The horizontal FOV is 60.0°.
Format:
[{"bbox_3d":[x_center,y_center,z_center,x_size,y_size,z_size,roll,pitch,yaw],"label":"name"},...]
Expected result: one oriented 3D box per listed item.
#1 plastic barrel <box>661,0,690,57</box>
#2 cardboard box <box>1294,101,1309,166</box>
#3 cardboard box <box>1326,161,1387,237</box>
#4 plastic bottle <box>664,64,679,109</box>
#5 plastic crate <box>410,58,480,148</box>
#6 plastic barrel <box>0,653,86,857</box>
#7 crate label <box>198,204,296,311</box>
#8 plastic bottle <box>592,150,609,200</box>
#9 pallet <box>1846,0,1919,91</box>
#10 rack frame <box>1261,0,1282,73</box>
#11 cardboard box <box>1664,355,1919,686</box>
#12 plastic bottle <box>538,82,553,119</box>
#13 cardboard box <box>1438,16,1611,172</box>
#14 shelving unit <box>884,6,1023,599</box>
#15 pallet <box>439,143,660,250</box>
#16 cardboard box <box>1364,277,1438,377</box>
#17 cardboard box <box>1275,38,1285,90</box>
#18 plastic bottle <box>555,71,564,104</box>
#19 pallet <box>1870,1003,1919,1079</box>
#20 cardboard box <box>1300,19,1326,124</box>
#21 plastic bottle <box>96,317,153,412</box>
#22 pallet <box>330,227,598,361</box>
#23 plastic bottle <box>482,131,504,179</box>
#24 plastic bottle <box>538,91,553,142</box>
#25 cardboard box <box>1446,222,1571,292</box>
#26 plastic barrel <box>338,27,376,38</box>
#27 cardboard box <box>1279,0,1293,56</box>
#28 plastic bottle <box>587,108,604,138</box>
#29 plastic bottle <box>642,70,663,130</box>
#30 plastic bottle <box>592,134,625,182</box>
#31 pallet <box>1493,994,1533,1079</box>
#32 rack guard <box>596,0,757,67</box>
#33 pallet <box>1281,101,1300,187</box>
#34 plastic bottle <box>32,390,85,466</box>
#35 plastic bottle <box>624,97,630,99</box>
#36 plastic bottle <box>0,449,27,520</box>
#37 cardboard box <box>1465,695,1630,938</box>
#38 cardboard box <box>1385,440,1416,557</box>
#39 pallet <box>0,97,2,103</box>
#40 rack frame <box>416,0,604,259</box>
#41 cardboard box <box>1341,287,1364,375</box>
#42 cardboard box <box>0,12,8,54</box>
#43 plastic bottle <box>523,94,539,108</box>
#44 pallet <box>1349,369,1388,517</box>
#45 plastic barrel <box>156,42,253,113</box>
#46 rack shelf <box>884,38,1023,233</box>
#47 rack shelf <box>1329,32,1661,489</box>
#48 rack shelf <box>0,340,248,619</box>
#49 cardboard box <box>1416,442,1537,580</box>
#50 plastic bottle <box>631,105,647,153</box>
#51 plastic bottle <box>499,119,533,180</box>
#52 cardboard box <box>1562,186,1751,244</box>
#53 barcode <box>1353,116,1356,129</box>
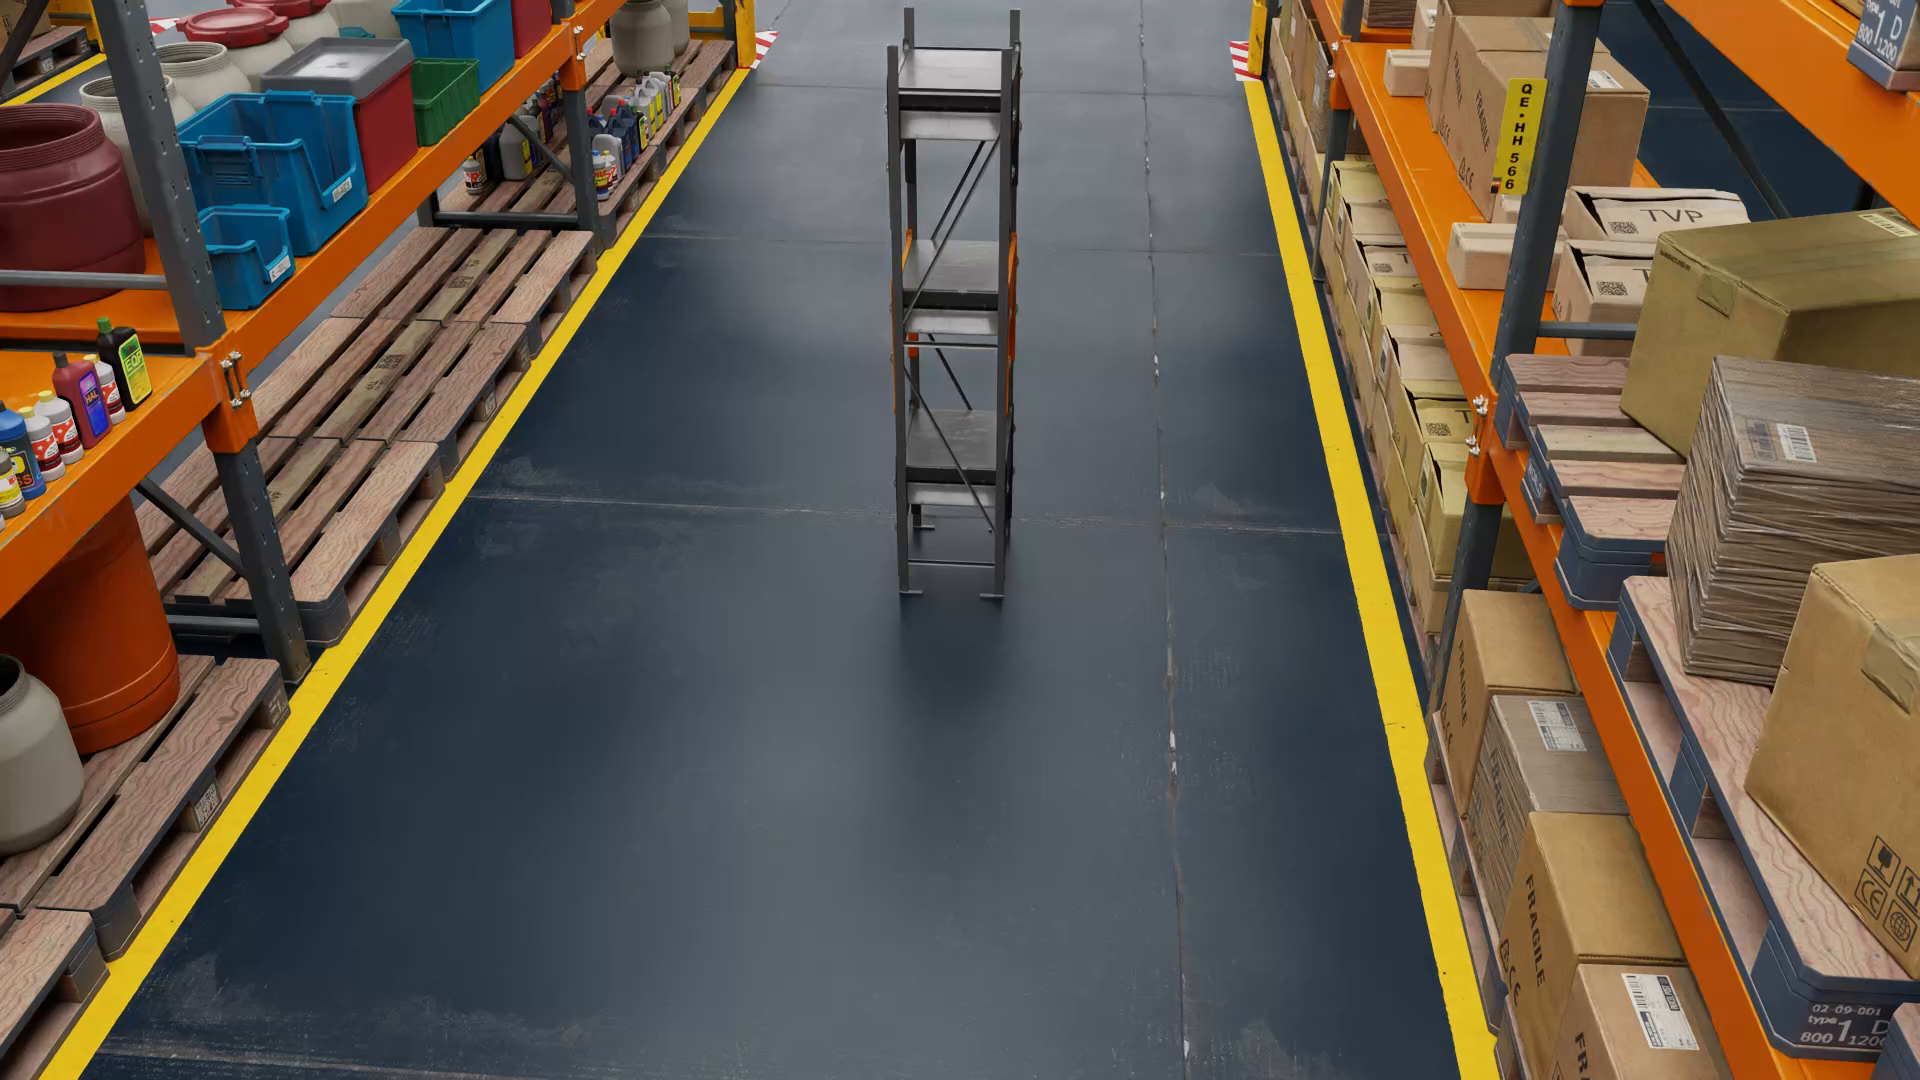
[{"bbox_3d":[-2.169,-3.765,11.971,0.421,0.512,0.421,0,32,0],"label":"plastic barrel"},{"bbox_3d":[2.316,-2.471,10.120,0.500,0.250,0.500,2,32,4],"label":"cardboard box"},{"bbox_3d":[2.138,-1.729,8.383,0.500,0.311,0.500,3,32,4],"label":"cardboard box"},{"bbox_3d":[-1.895,-2.983,10.900,0.061,0.283,0.133,3,32,5],"label":"plastic bottle"},{"bbox_3d":[-2.377,-1.888,7.157,0.450,0.188,0.662,2,32,4],"label":"plastic crate"},{"bbox_3d":[-2.822,0.627,4.845,0.421,0.512,0.421,0,32,0],"label":"plastic barrel"},{"bbox_3d":[-2.435,-0.942,5.580,0.303,0.233,0.416,2,32,4],"label":"crate label"},{"bbox_3d":[-2.054,-2.075,9.439,0.097,0.271,0.097,0,32,0],"label":"plastic bottle"},{"bbox_3d":[1.973,-0.582,2.155,1.213,0.211,1.003,2,32,4],"label":"pallet"},{"bbox_3d":[2.745,-4.779,11.646,1.000,3.000,0.127,2,32,4],"label":"rack frame"},{"bbox_3d":[1.890,-0.013,3.416,0.700,0.500,0.500,8,33,13],"label":"cardboard box"},{"bbox_3d":[-2.685,-2.852,10.700,0.097,0.271,0.097,0,32,0],"label":"plastic bottle"},{"bbox_3d":[2.257,-1.792,6.703,0.500,0.500,0.500,3,32,4],"label":"cardboard box"},{"bbox_3d":[-0.013,-0.807,6.059,0.431,2.100,0.503,2,32,4],"label":"shelving unit"},{"bbox_3d":[-2.421,-2.063,9.897,1.003,0.211,1.213,2,32,4],"label":"pallet"},{"bbox_3d":[2.014,-0.925,7.078,0.500,0.311,0.500,3,32,5],"label":"cardboard box"},{"bbox_3d":[2.443,-3.255,11.393,0.500,0.250,0.500,2,32,4],"label":"cardboard box"},{"bbox_3d":[-2.658,-3.000,11.006,0.097,0.201,0.097,0,32,0],"label":"plastic bottle"},{"bbox_3d":[1.942,1.164,2.185,1.003,0.211,1.213,2,32,4],"label":"pallet"},{"bbox_3d":[2.329,-2.789,9.923,0.500,0.500,0.500,2,32,4],"label":"cardboard box"},{"bbox_3d":[-2.450,-0.530,4.862,0.061,0.283,0.133,2,32,4],"label":"plastic bottle"},{"bbox_3d":[-2.542,-1.302,8.661,1.003,0.211,1.213,2,32,4],"label":"pallet"},{"bbox_3d":[-2.752,-2.310,9.744,0.144,0.351,0.185,2,32,3],"label":"plastic bottle"},{"bbox_3d":[-2.586,-2.631,10.330,0.061,0.283,0.133,2,32,4],"label":"plastic bottle"},{"bbox_3d":[1.892,-0.971,5.706,0.380,0.149,0.250,2,32,4],"label":"cardboard box"},{"bbox_3d":[-2.778,-2.157,7.522,0.301,0.262,0.301,0,32,0],"label":"plastic barrel"},{"bbox_3d":[2.441,-3.574,11.196,0.500,0.500,0.500,2,32,4],"label":"cardboard box"},{"bbox_3d":[-2.181,-2.371,9.844,0.144,0.351,0.185,2,32,4],"label":"plastic bottle"},{"bbox_3d":[-1.972,-2.783,10.513,0.144,0.351,0.185,4,32,6],"label":"plastic bottle"},{"bbox_3d":[-2.055,-2.247,9.714,0.152,0.276,0.135,4,32,6],"label":"plastic bottle"},{"bbox_3d":[1.894,1.616,3.926,1.003,0.211,1.213,2,32,4],"label":"pallet"},{"bbox_3d":[-2.150,-3.887,12.580,1.175,0.500,0.348,2,32,4],"label":"rack guard"},{"bbox_3d":[2.623,-2.554,10.693,1.003,0.211,1.213,2,32,4],"label":"pallet"},{"bbox_3d":[-2.497,-0.315,4.591,0.097,0.201,0.097,0,32,0],"label":"plastic bottle"},{"bbox_3d":[-2.096,-2.702,10.523,0.097,0.201,0.097,0,32,0],"label":"plastic bottle"},{"bbox_3d":[-2.520,-0.162,4.343,0.097,0.201,0.097,0,32,0],"label":"plastic bottle"},{"bbox_3d":[1.735,0.781,4.587,0.500,0.500,0.500,1,32,2],"label":"cardboard box"},{"bbox_3d":[1.932,-0.159,6.370,0.500,0.250,0.500,2,32,3],"label":"cardboard box"},{"bbox_3d":[-7.337,-2.918,11.283,1.003,0.211,1.213,2,32,4],"label":"pallet"},{"bbox_3d":[-2.517,-2.901,8.598,1.000,3.000,0.127,2,32,4],"label":"rack frame"},{"bbox_3d":[2.058,-0.957,7.665,0.500,0.250,0.500,2,32,2],"label":"cardboard box"},{"bbox_3d":[-7.210,-3.679,11.843,0.500,0.500,0.500,11,33,17],"label":"cardboard box"},{"bbox_3d":[-2.693,-2.632,10.338,0.152,0.276,0.135,3,32,5],"label":"plastic bottle"},{"bbox_3d":[2.302,-0.474,7.318,1.003,0.211,1.213,2,32,4],"label":"pallet"},{"bbox_3d":[-2.937,-1.624,6.420,0.421,0.512,0.421,0,32,0],"label":"plastic barrel"},{"bbox_3d":[-0.014,-1.392,5.699,0.431,0.518,0.480,2,32,4],"label":"rack shelf"},{"bbox_3d":[2.257,-1.335,6.744,1.077,0.370,4.000,2,32,4],"label":"rack shelf"},{"bbox_3d":[-3.005,0.543,3.696,1.077,0.370,4.000,2,32,4],"label":"rack shelf"},{"bbox_3d":[1.891,-0.127,5.783,0.500,0.311,0.500,3,32,5],"label":"cardboard box"},{"bbox_3d":[-1.967,-2.520,10.149,0.061,0.283,0.133,4,32,6],"label":"plastic bottle"},{"bbox_3d":[-2.608,-2.304,9.734,0.144,0.351,0.185,2,32,4],"label":"plastic bottle"},{"bbox_3d":[2.360,-1.017,5.627,0.500,0.311,0.500,2,32,3],"label":"cardboard box"},{"bbox_3d":[1.984,-2.104,8.353,0.001,0.075,0.075,2,32,4],"label":"barcode"}]
